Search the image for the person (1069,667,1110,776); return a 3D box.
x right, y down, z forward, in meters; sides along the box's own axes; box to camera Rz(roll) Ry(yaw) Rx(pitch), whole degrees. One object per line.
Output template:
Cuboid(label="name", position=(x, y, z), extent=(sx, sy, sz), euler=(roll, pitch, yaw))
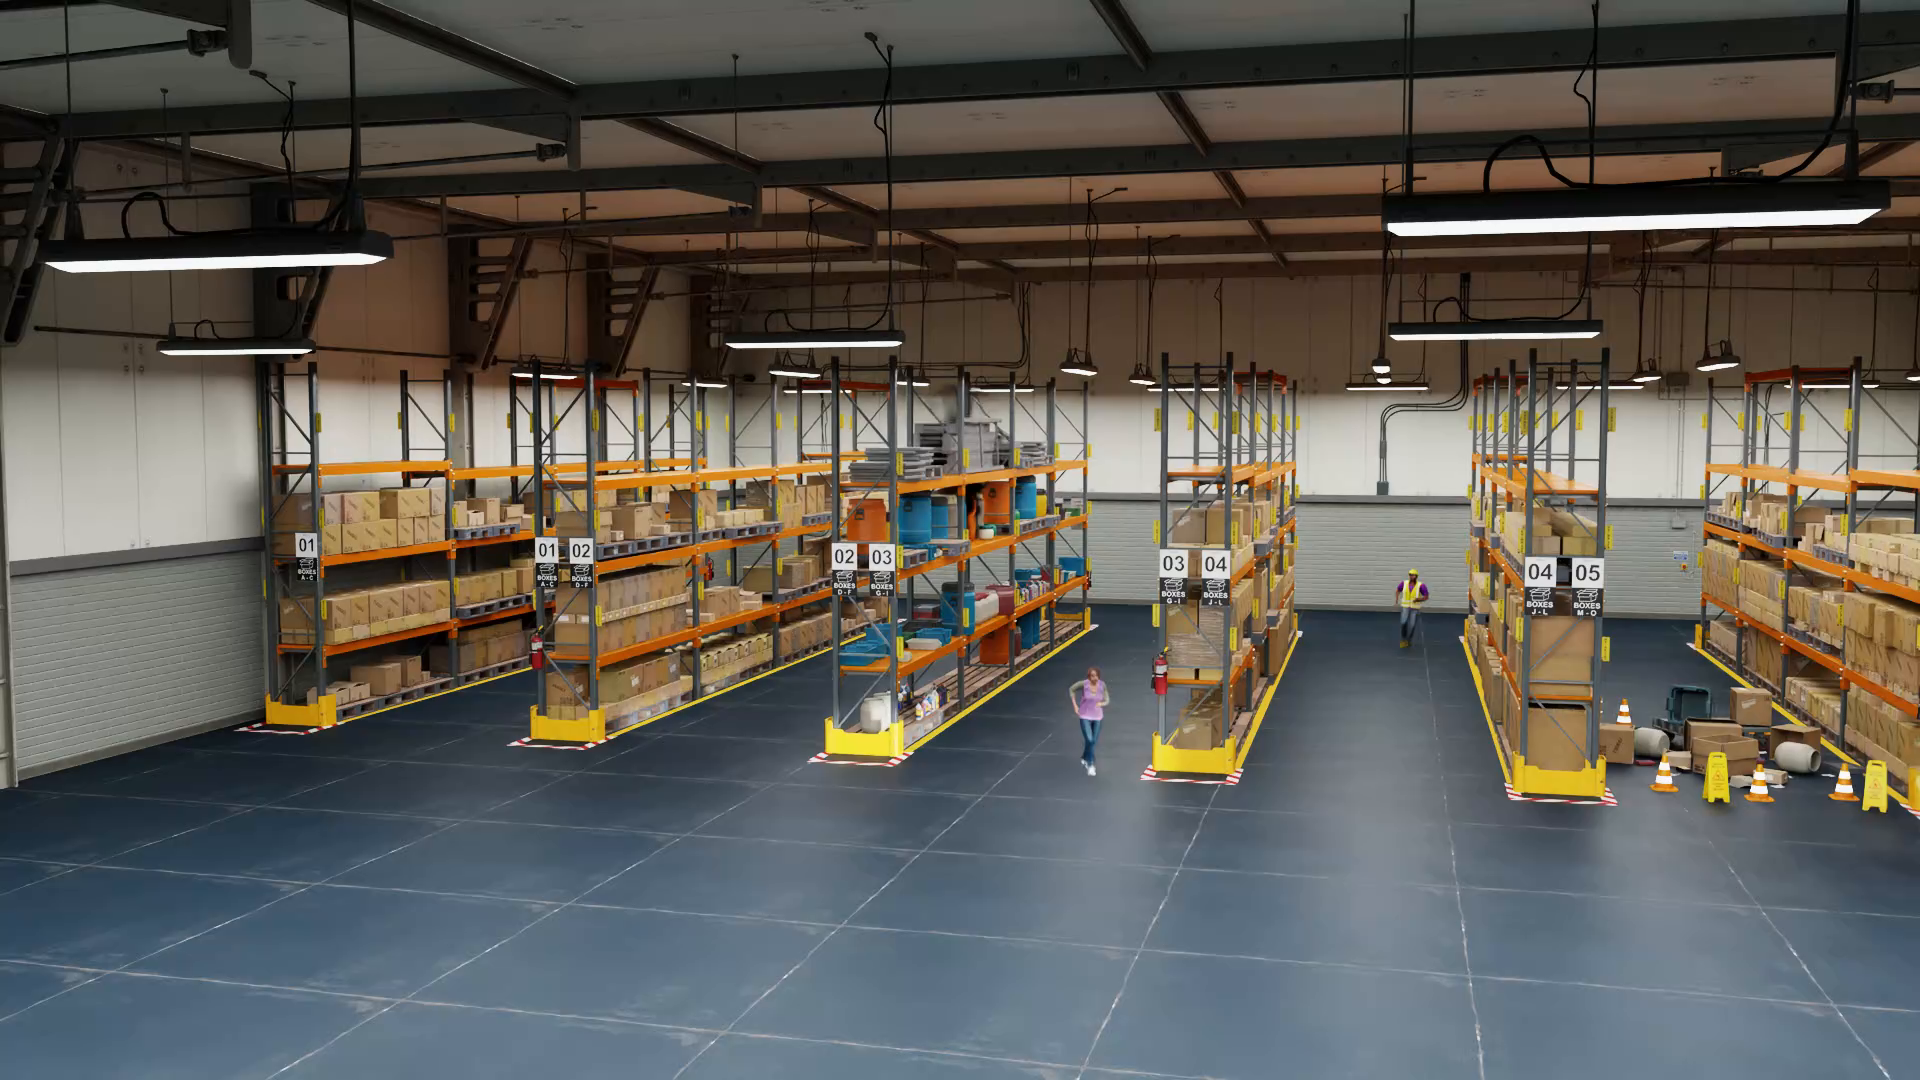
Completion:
Cuboid(label="person", position=(1.843, 2.584, 23.636), extent=(0.533, 1.628, 0.748), euler=(-1, 4, -10))

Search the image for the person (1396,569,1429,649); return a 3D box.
Cuboid(label="person", position=(10.032, 1.542, 36.932), extent=(0.731, 1.802, 0.625), euler=(2, 4, 22))
